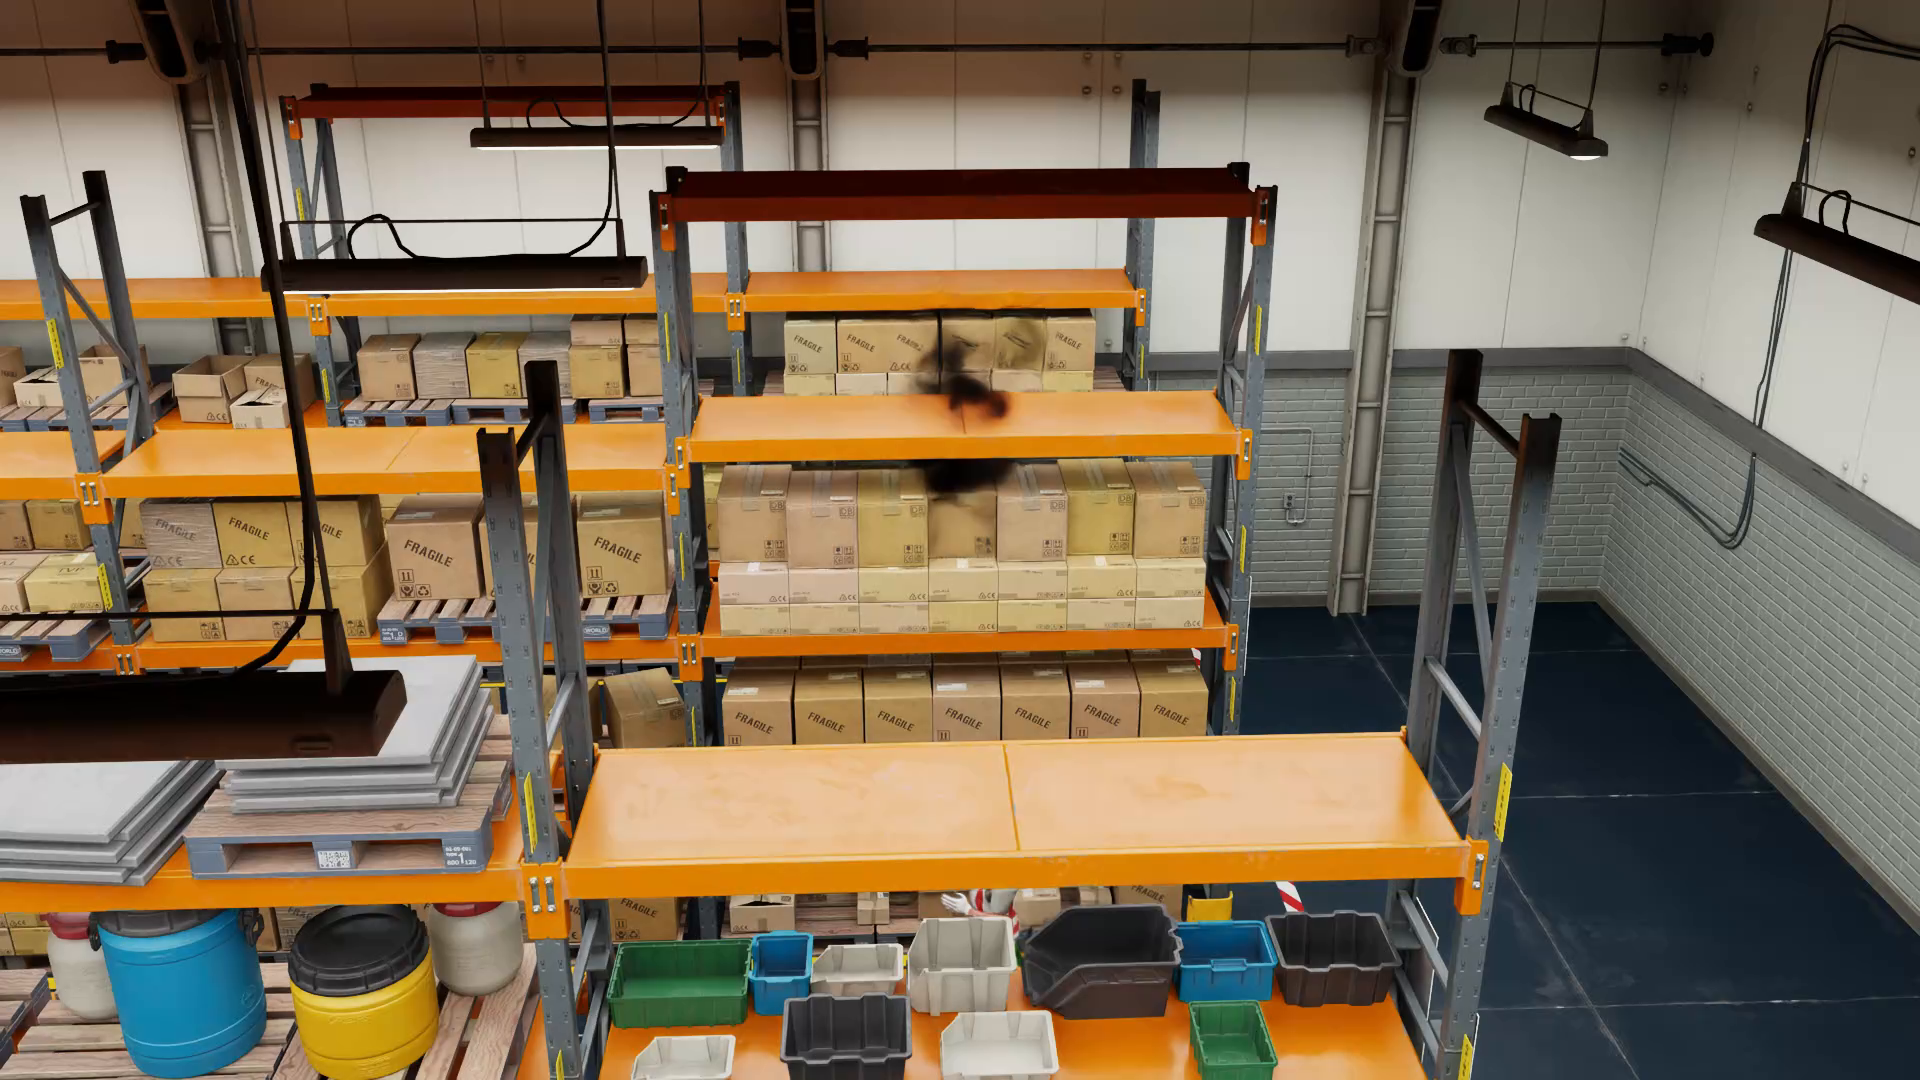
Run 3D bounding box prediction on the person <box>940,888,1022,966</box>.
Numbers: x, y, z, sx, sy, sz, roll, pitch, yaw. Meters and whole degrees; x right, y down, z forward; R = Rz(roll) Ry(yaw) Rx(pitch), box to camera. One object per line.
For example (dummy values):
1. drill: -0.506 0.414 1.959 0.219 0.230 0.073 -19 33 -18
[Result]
1. person: 0.235 2.714 11.388 0.807 1.861 0.651 -5 23 -12
